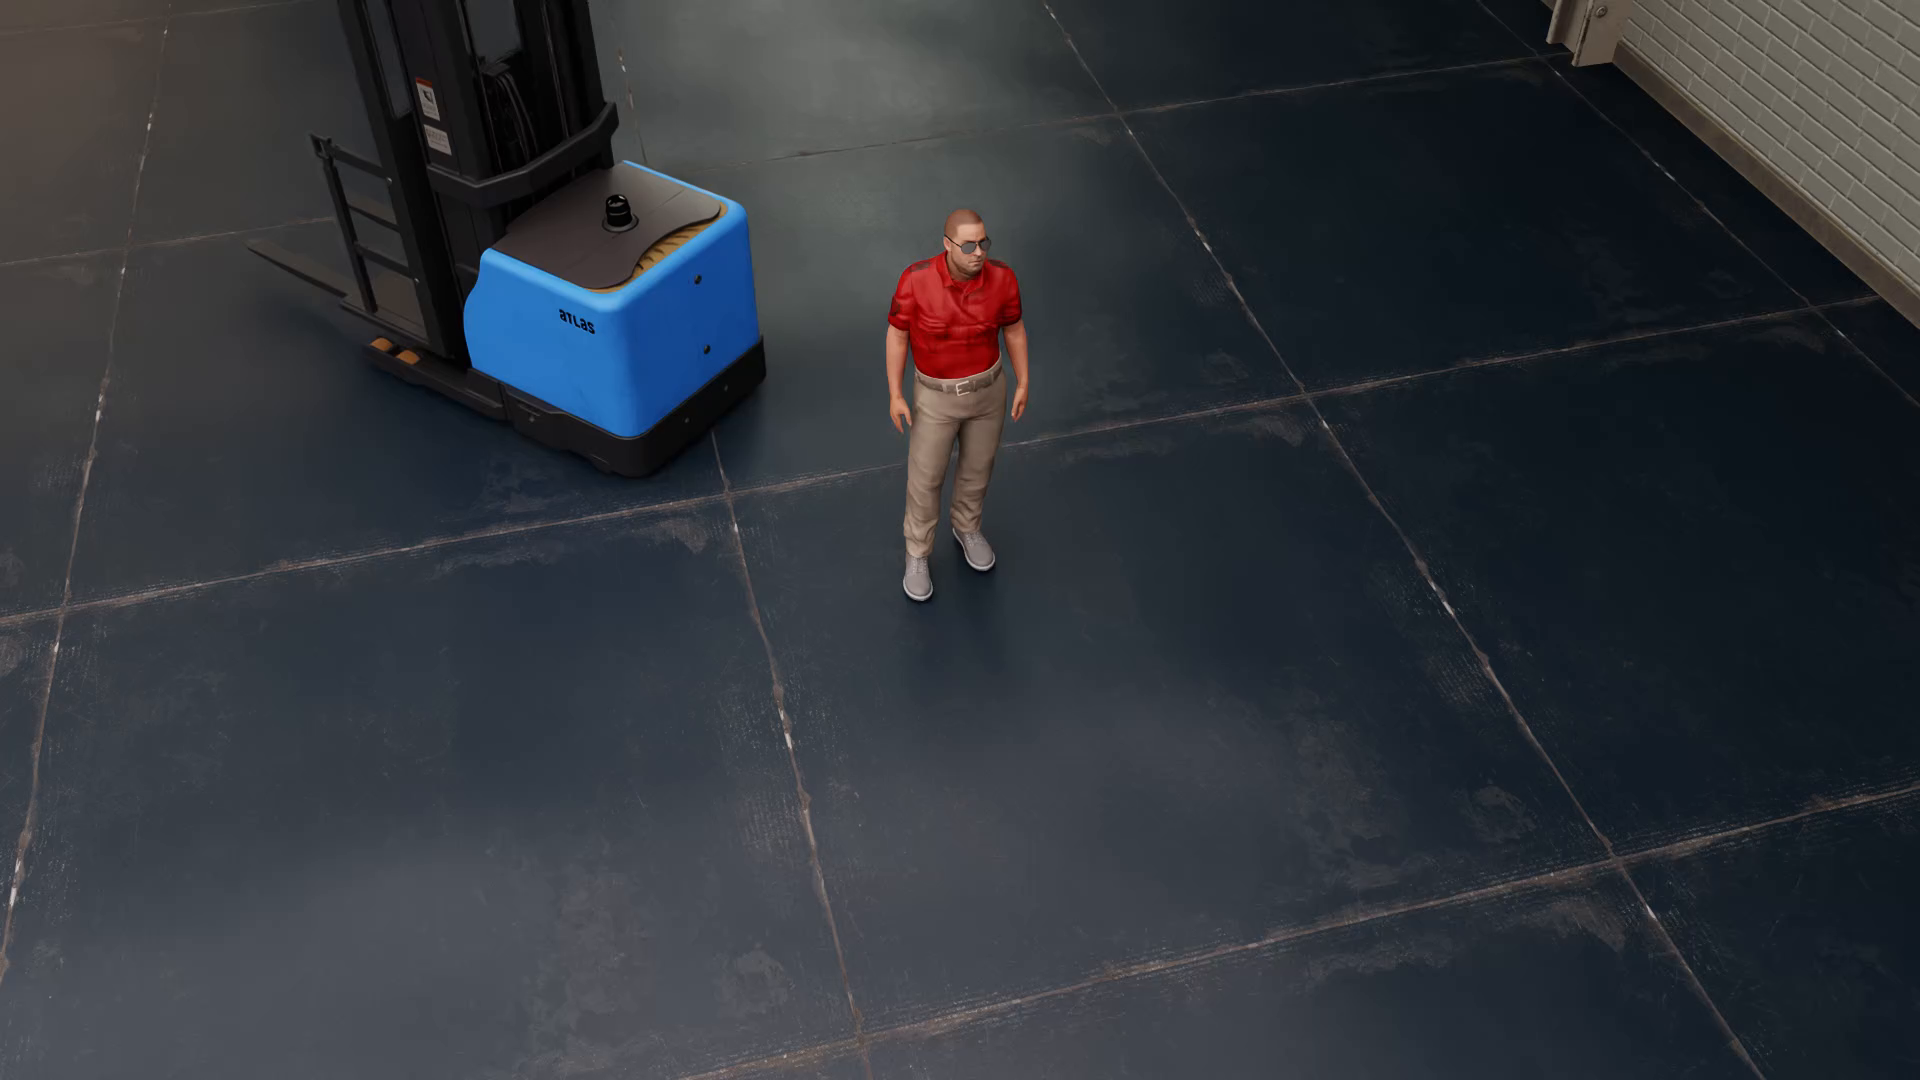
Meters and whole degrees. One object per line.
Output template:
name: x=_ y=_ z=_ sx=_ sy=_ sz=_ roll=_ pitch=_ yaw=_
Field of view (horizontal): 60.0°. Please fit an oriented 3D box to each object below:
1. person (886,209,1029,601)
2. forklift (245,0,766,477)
person: x=0.011 y=-0.571 z=7.116 sx=0.640 sy=1.724 sz=0.551 roll=-10 pitch=44 yaw=-11
forklift: x=-2.510 y=-2.160 z=7.930 sx=3.031 sy=2.935 sz=1.130 roll=24 pitch=49 yaw=24
